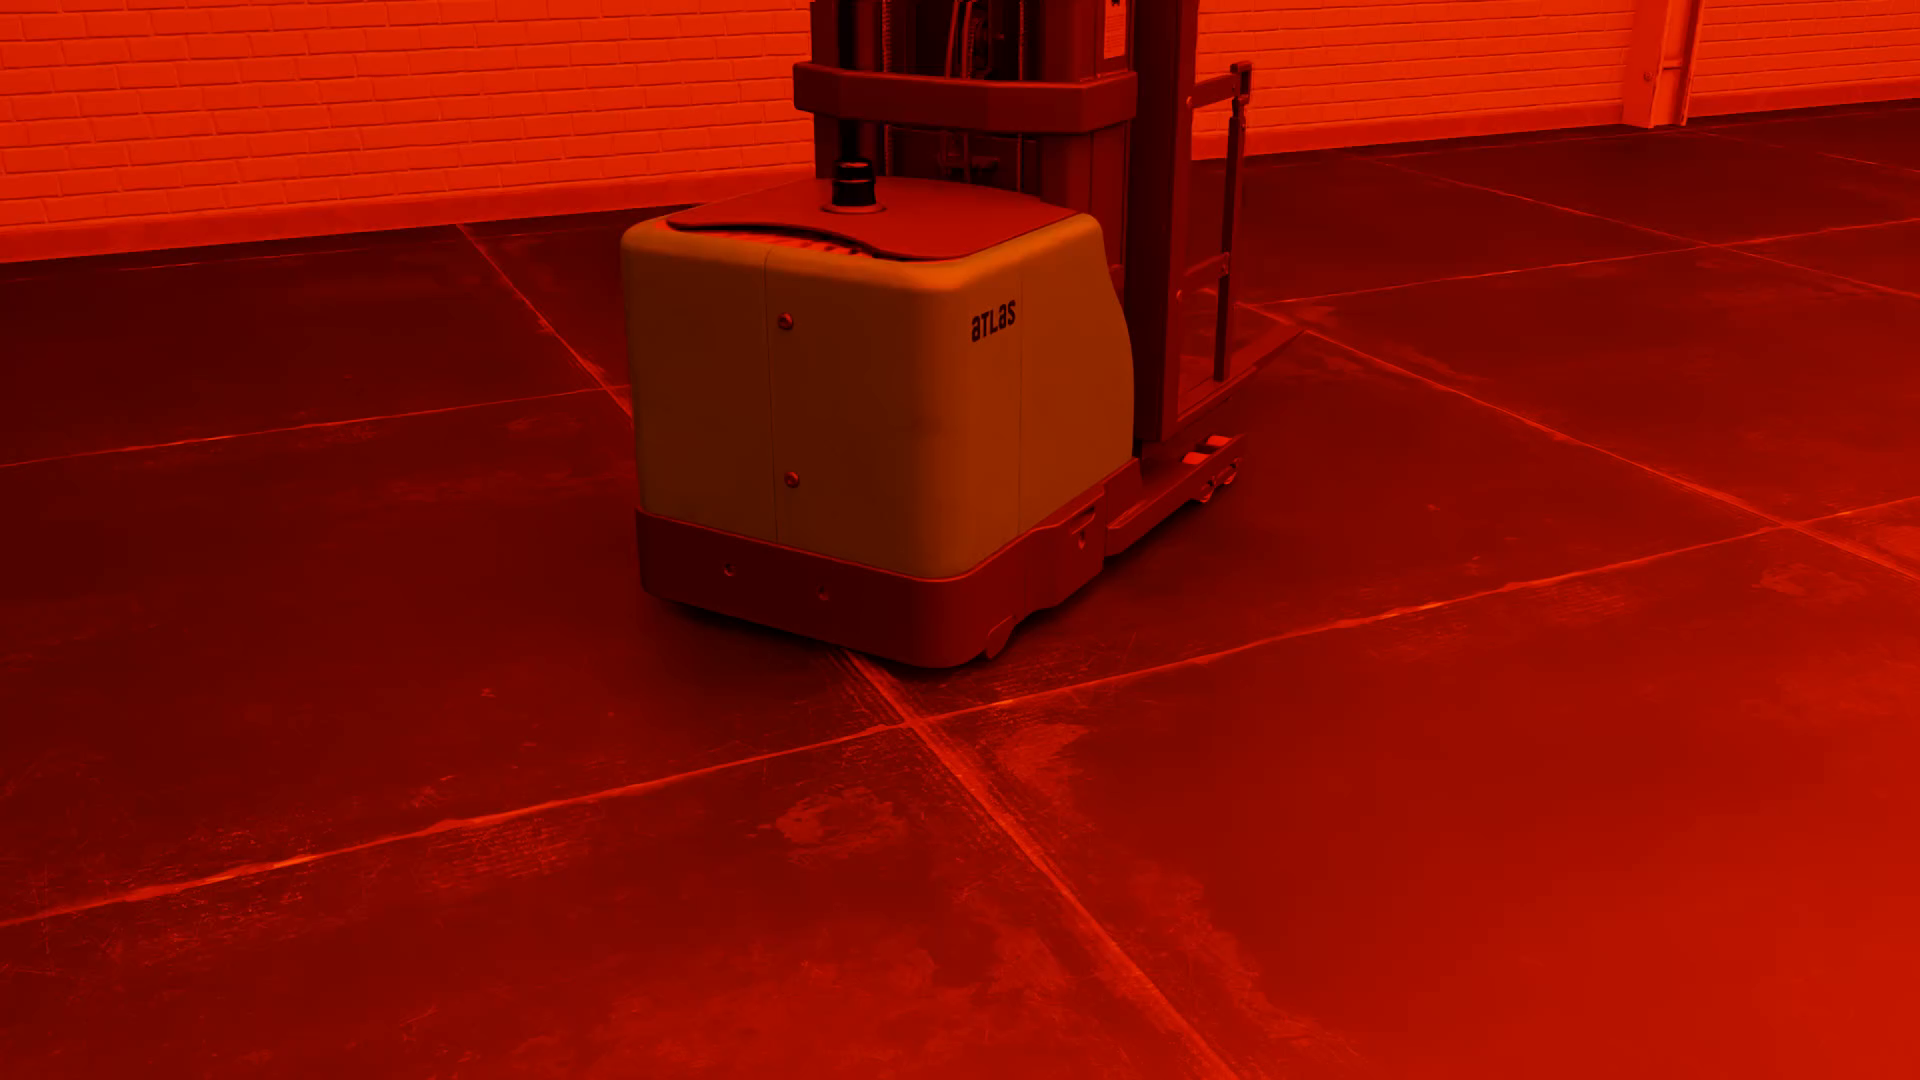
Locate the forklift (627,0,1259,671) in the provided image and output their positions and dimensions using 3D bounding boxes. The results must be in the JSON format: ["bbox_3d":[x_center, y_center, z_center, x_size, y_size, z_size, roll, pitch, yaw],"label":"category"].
[{"bbox_3d":[0.236,-1.557,5.034,1.130,2.935,3.031,10,25,23],"label":"forklift"}]
